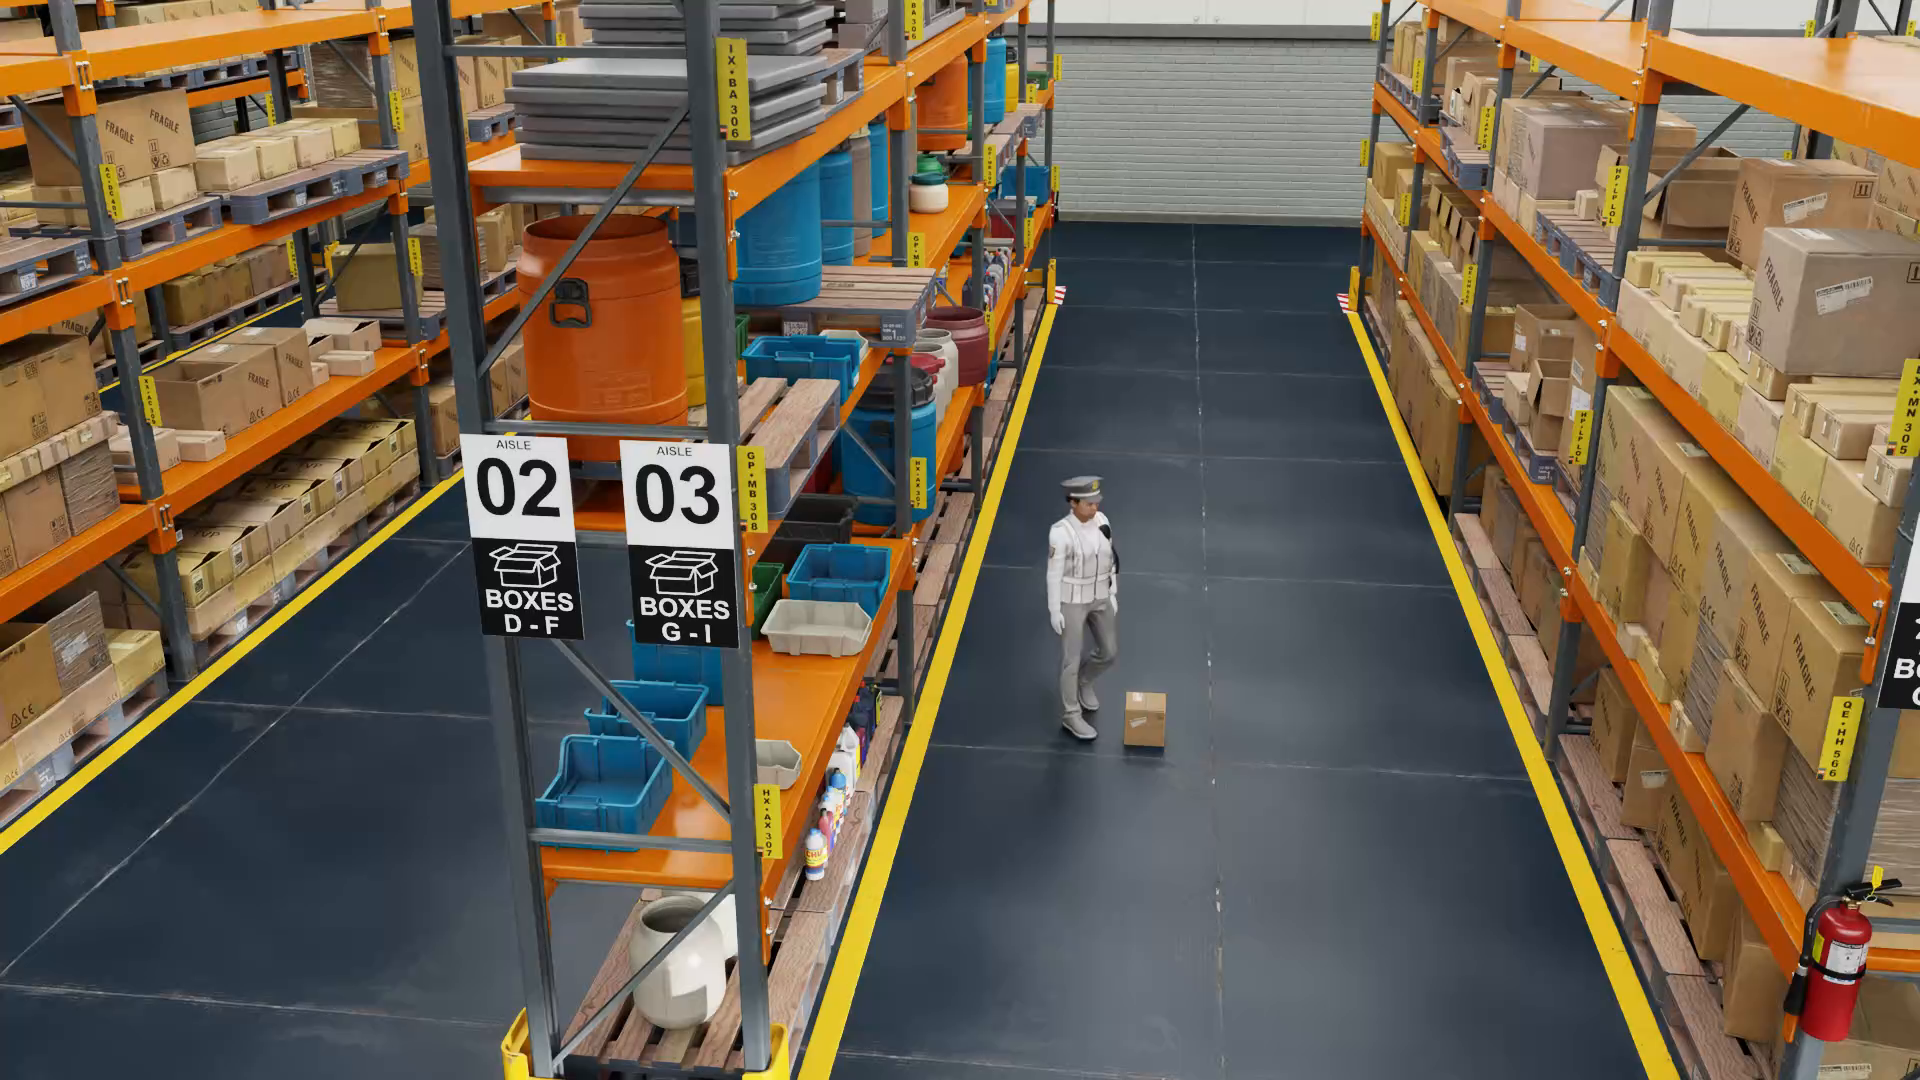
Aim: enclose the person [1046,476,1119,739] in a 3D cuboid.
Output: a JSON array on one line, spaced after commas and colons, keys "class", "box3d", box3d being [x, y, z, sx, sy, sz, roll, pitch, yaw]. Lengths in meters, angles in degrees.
[{"class": "person", "box3d": [0.764, 0.385, 10.444, 0.501, 1.674, 0.530, -14, 25, -32]}]
